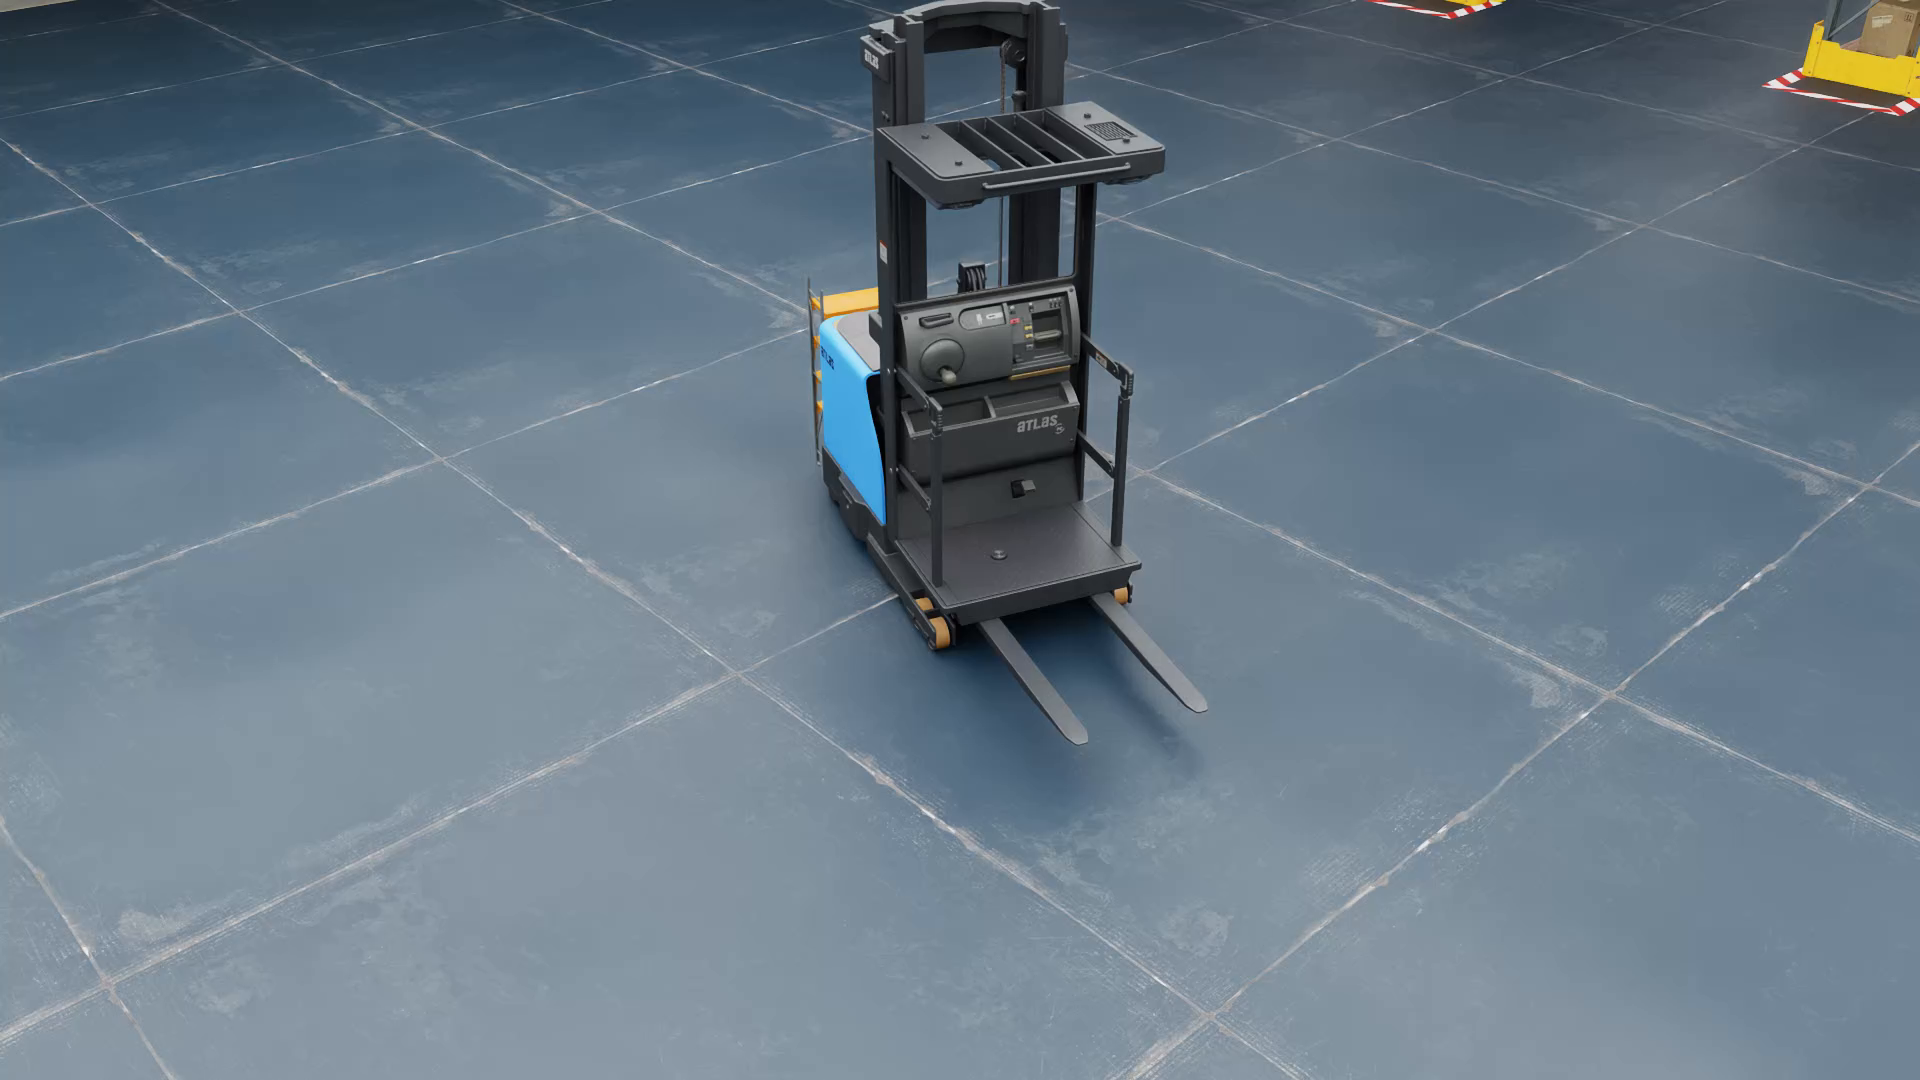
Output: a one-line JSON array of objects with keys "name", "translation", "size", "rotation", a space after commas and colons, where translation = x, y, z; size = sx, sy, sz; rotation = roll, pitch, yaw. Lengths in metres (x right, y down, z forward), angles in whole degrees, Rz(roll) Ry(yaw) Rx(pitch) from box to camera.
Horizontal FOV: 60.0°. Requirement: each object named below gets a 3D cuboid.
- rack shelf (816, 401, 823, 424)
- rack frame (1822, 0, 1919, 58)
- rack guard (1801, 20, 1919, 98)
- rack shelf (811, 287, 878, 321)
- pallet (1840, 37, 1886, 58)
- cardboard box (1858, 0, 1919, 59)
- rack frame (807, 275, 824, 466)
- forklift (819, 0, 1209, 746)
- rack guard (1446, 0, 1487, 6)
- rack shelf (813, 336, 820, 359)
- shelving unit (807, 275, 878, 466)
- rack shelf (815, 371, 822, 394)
[{"name": "rack shelf", "translation": [-0.589, -0.750, 9.836], "size": [0.480, 0.148, 0.258], "rotation": [-13, 34, -20]}, {"name": "rack frame", "translation": [9.080, -5.869, 15.972], "size": [0.127, 3.000, 1.000], "rotation": [-26, 40, -35]}, {"name": "rack guard", "translation": [9.136, -4.829, 16.669], "size": [0.348, 0.500, 1.175], "rotation": [-26, 40, -35]}, {"name": "rack shelf", "translation": [-0.589, -1.312, 9.492], "size": [0.480, 0.148, 0.258], "rotation": [-13, 34, -20]}, {"name": "pallet", "translation": [9.756, -4.981, 17.193], "size": [1.213, 0.211, 1.003], "rotation": [-26, 40, -35]}, {"name": "cardboard box", "translation": [9.550, -5.197, 16.867], "size": [0.500, 0.500, 0.500], "rotation": [-18, 36, -27]}, {"name": "rack frame", "translation": [-0.813, -0.926, 9.614], "size": [0.015, 1.200, 0.240], "rotation": [-13, 34, -20]}, {"name": "forklift", "translation": [0.240, -0.951, 7.995], "size": [1.130, 2.935, 3.031], "rotation": [-12, 34, -19]}, {"name": "rack guard", "translation": [5.737, -6.742, 19.797], "size": [0.348, 0.500, 1.175], "rotation": [-26, 40, -35]}, {"name": "rack shelf", "translation": [-0.589, -1.110, 9.615], "size": [0.480, 0.148, 0.258], "rotation": [-13, 34, -20]}, {"name": "shelving unit", "translation": [-0.589, -0.977, 9.697], "size": [0.503, 1.200, 0.258], "rotation": [-13, 34, -20]}, {"name": "rack shelf", "translation": [-0.589, -0.919, 9.732], "size": [0.480, 0.148, 0.258], "rotation": [-13, 34, -20]}]
